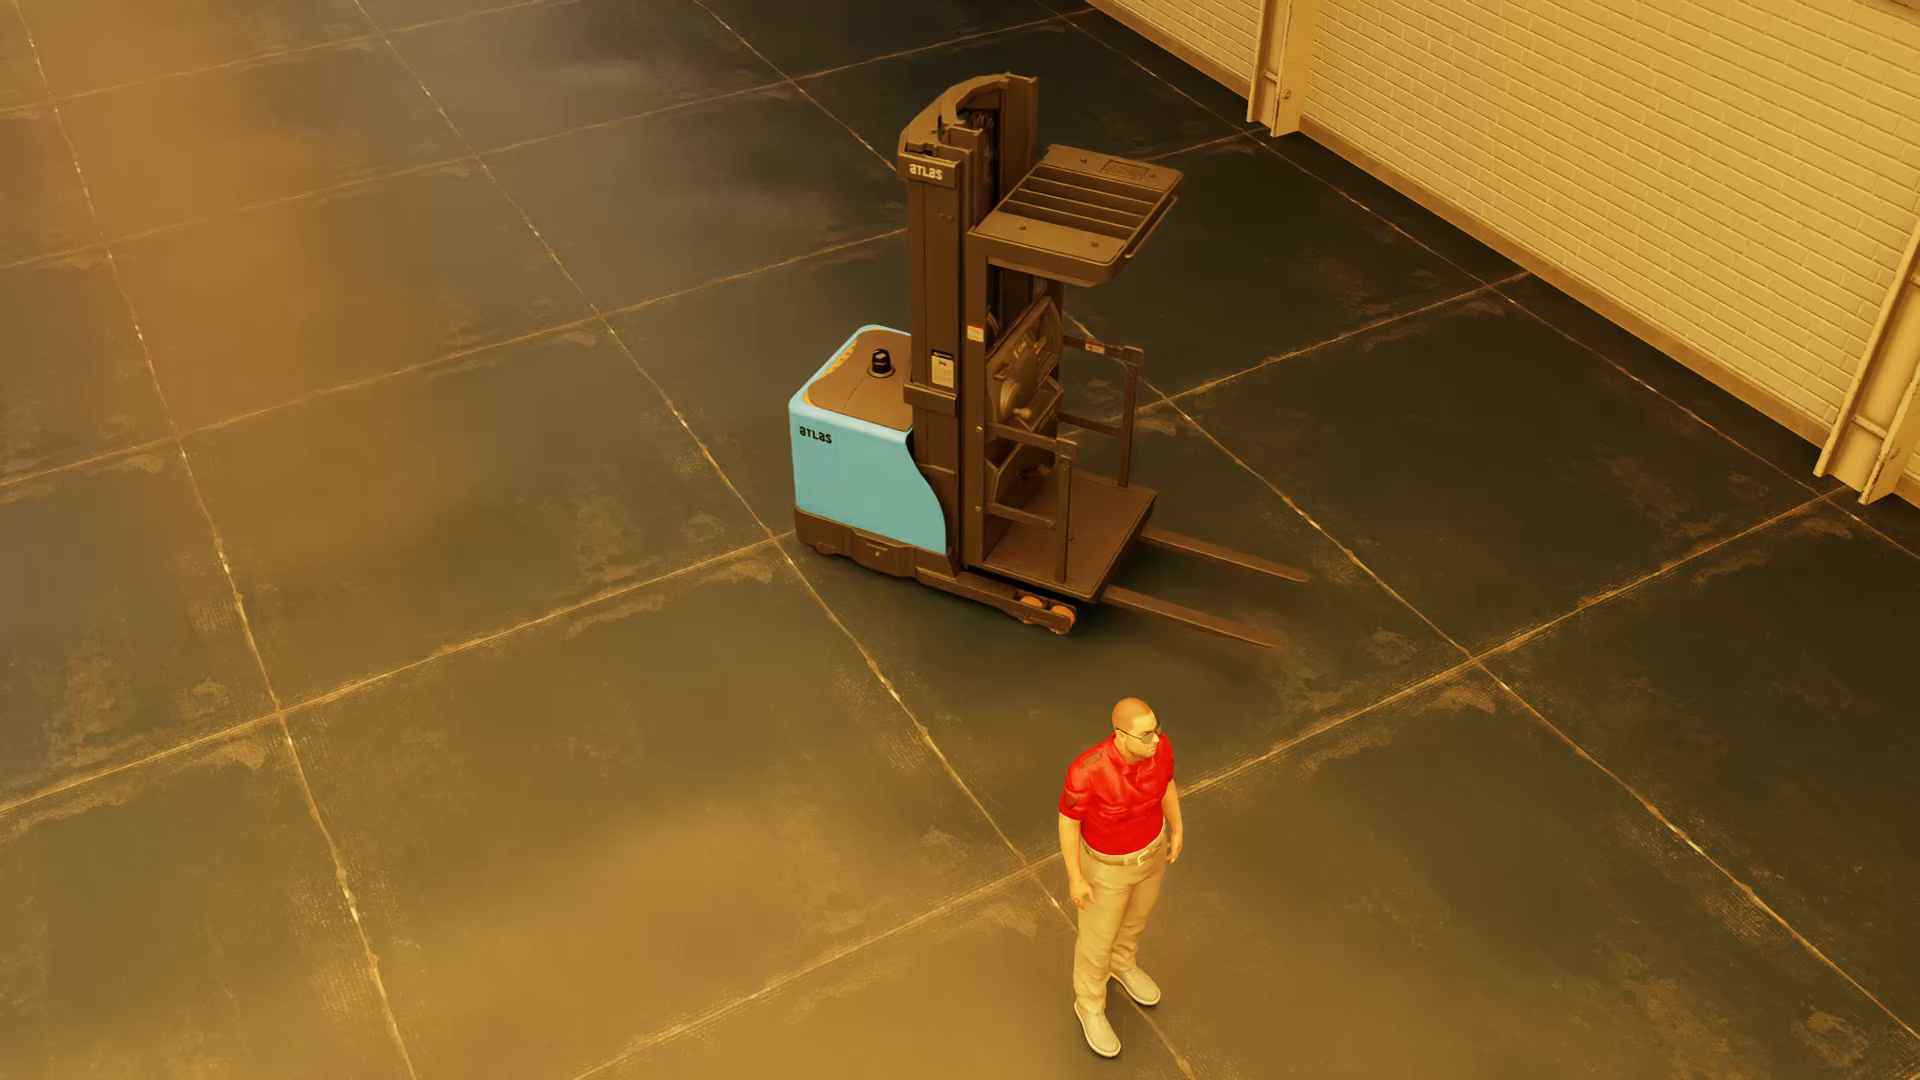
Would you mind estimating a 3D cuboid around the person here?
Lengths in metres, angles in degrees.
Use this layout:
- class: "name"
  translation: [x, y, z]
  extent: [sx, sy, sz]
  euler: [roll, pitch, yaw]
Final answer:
- class: "person"
  translation: [0.759, 1.433, 7.239]
  extent: [0.640, 1.727, 0.551]
  euler: [-24, 45, -26]

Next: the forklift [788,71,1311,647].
- class: "forklift"
  translation: [0.544, -0.970, 9.206]
  extent: [3.031, 2.935, 1.130]
  euler: [17, 43, 19]
